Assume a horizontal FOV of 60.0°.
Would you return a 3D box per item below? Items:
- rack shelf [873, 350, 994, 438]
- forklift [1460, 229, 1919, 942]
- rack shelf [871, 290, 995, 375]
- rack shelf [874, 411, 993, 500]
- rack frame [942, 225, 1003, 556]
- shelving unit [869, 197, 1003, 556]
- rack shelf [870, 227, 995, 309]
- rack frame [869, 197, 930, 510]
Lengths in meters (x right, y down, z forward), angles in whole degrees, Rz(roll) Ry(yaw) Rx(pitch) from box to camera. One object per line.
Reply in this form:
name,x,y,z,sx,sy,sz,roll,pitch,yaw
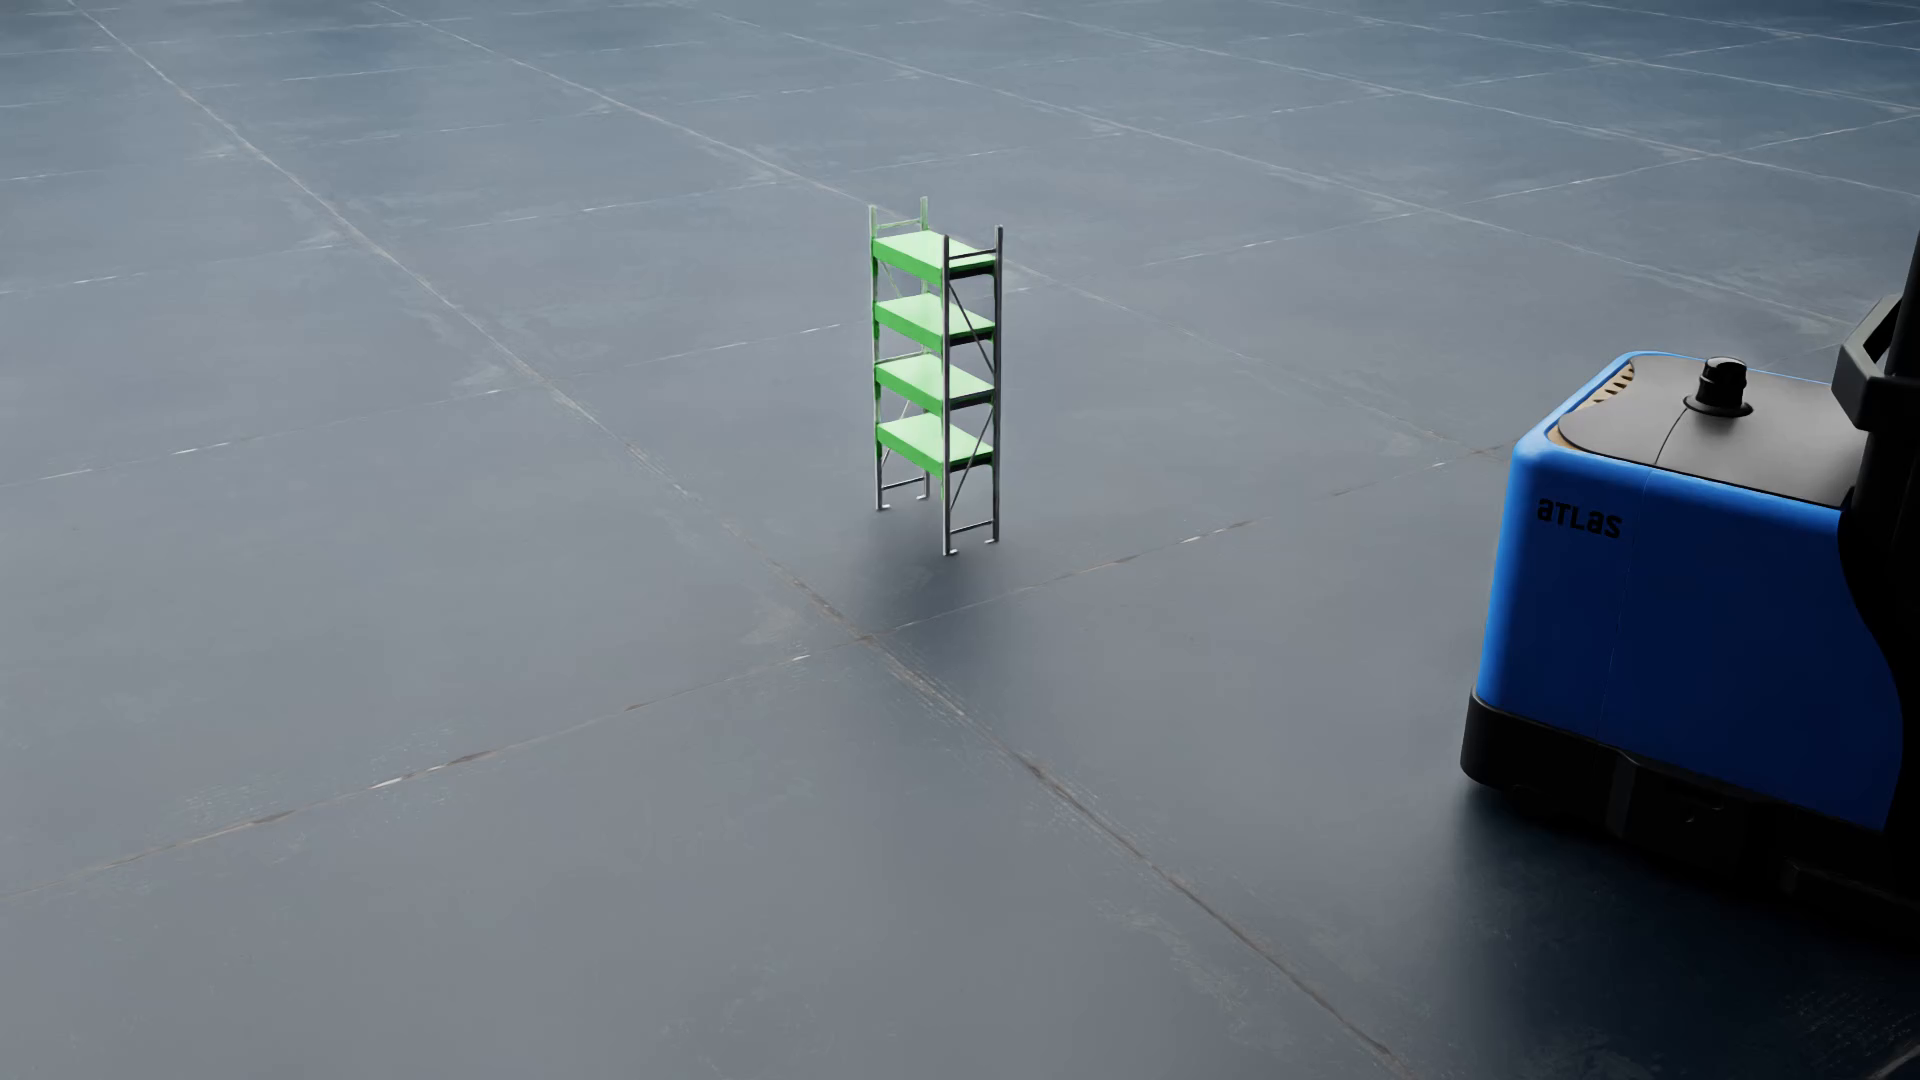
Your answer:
rack shelf,-0.090,-0.544,6.147,0.258,0.148,0.480,-16,29,-30
forklift,2.903,-0.395,3.653,3.031,2.935,1.130,18,31,33
rack shelf,-0.090,-0.761,6.044,0.258,0.148,0.480,-16,29,-30
rack shelf,-0.090,-0.327,6.249,0.258,0.148,0.480,-16,29,-30
rack frame,0.043,-0.515,5.934,0.240,1.200,0.015,-16,29,-30
shelving unit,-0.090,-0.602,6.119,0.258,1.200,0.503,-16,29,-30
rack shelf,-0.090,-0.978,5.942,0.258,0.148,0.480,-16,29,-30
rack frame,-0.224,-0.689,6.304,0.240,1.200,0.015,-16,29,-30
